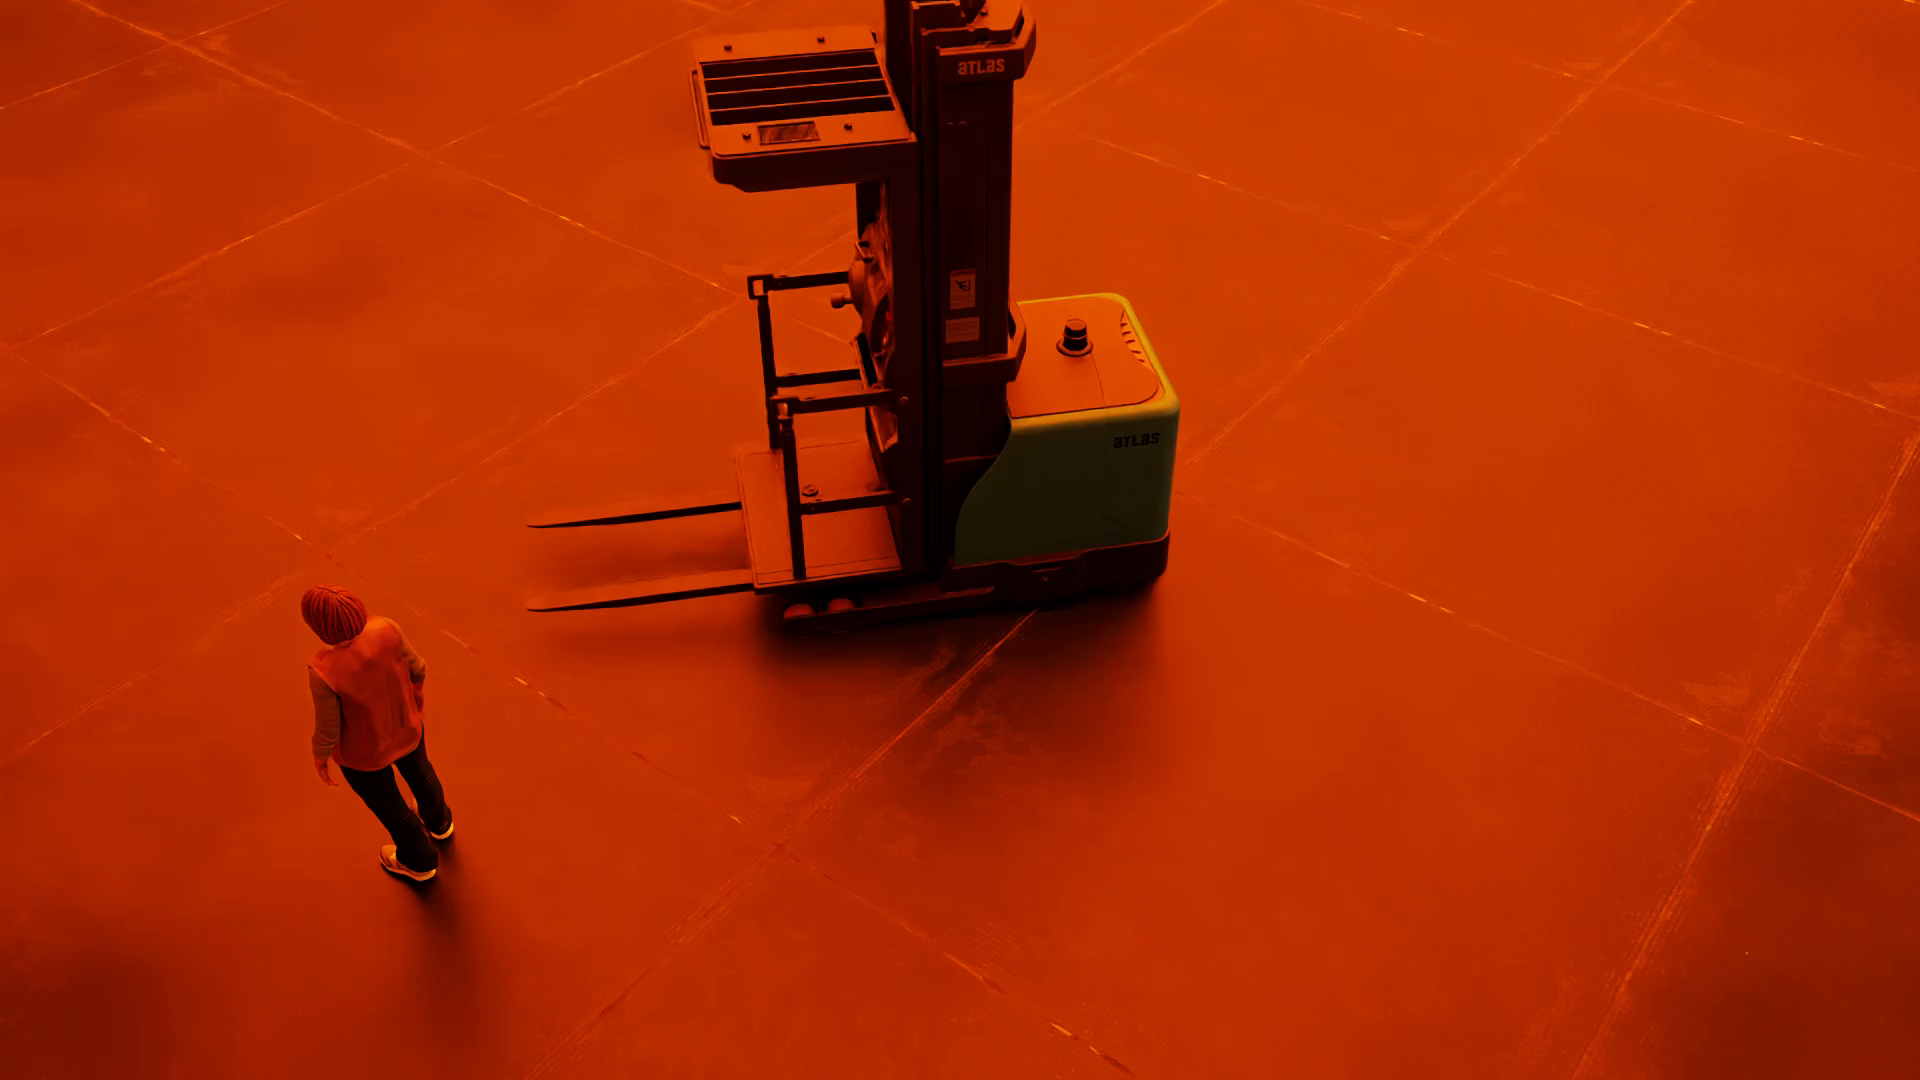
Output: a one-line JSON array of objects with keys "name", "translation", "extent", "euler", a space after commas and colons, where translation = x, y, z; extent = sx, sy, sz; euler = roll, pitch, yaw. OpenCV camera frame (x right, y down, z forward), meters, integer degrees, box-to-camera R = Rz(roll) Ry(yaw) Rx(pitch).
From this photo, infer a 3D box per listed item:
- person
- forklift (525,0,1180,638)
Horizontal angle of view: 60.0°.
[{"name": "person", "translation": [-2.234, 0.709, 6.261], "extent": [0.476, 1.598, 0.517], "euler": [26, 47, 27]}, {"name": "forklift", "translation": [-0.568, -1.028, 7.280], "extent": [3.031, 2.935, 1.130], "euler": [-7, 41, -8]}]
